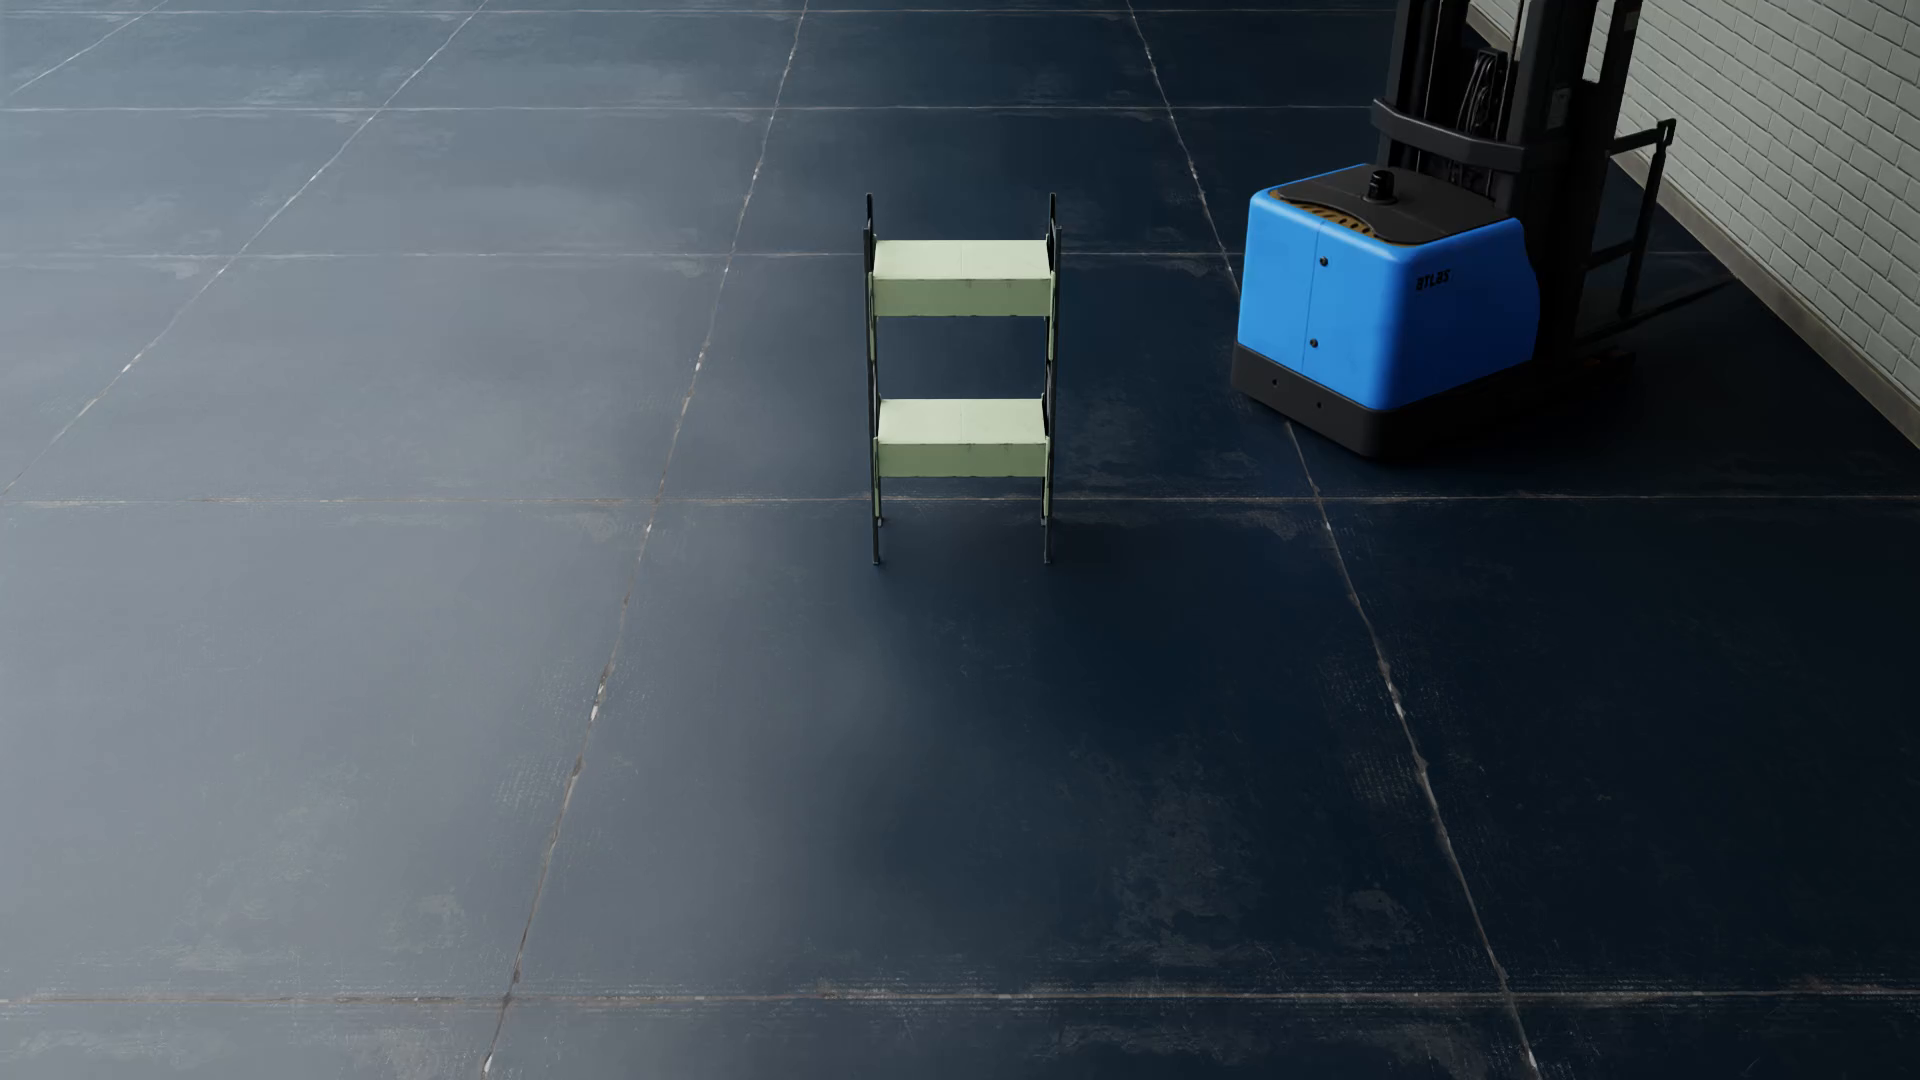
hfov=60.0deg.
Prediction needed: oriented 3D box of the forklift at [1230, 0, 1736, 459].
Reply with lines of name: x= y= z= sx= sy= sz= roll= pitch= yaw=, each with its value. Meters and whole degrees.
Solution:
forklift: x=2.871 y=-2.219 z=8.082 sx=3.031 sy=2.935 sz=1.130 roll=-20 pitch=36 yaw=-29

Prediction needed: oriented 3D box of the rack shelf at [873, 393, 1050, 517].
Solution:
rack shelf: x=0.007 y=-0.363 z=7.030 sx=0.720 sy=0.370 sz=0.431 roll=0 pitch=31 yaw=0

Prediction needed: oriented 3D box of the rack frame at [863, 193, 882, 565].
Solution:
rack frame: x=-0.359 y=-0.640 z=6.859 sx=0.023 sy=1.500 sz=0.400 roll=0 pitch=31 yaw=0

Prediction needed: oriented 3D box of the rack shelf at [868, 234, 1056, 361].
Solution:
rack shelf: x=0.007 y=-0.975 z=6.659 sx=0.720 sy=0.370 sz=0.431 roll=0 pitch=31 yaw=0

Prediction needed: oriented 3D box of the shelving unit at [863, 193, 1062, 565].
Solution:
shelving unit: x=0.007 y=-0.641 z=6.861 sx=0.755 sy=1.500 sz=0.431 roll=0 pitch=31 yaw=0

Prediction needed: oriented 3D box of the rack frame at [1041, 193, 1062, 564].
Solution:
rack frame: x=0.373 y=-0.642 z=6.863 sx=0.023 sy=1.500 sz=0.400 roll=0 pitch=31 yaw=0
